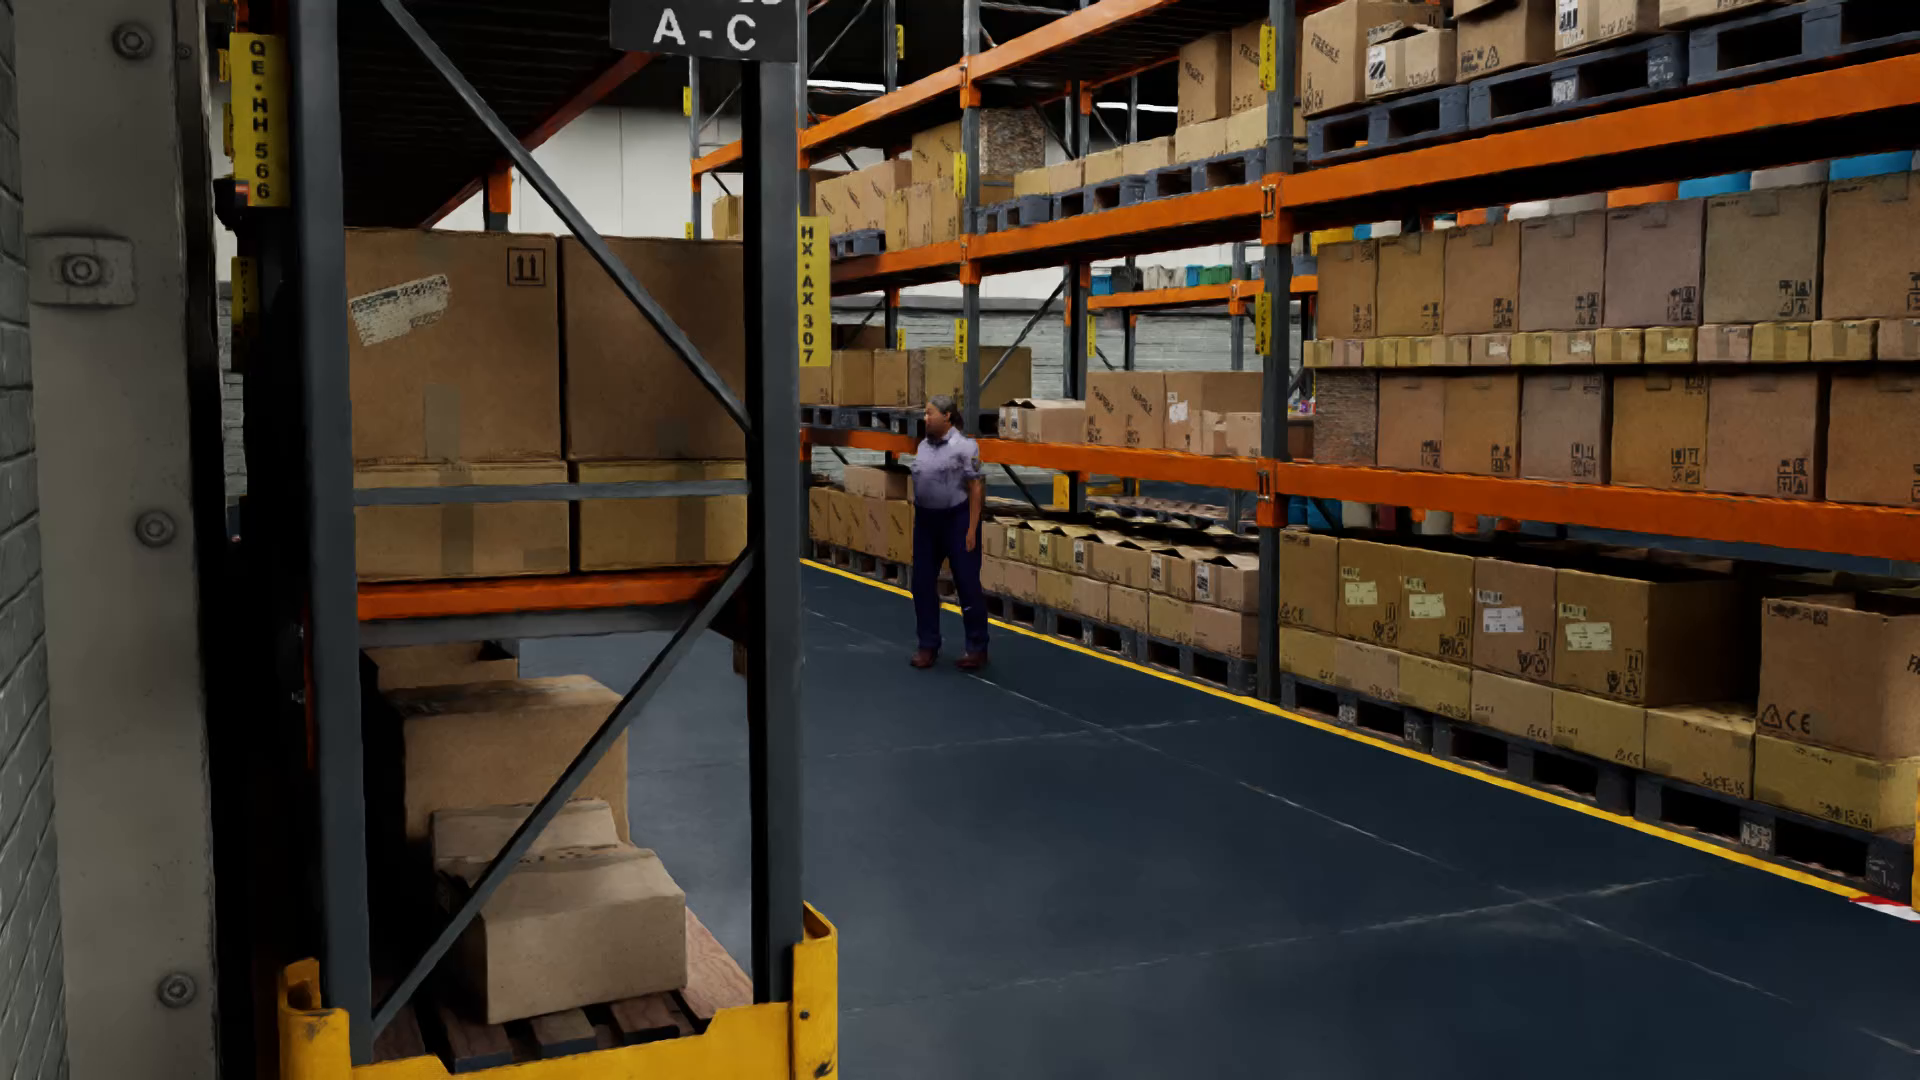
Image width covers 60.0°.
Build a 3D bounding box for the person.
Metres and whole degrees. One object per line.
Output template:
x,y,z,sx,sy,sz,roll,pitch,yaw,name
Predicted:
-0.089,-0.056,10.100,0.484,1.636,0.396,4,7,34,person
